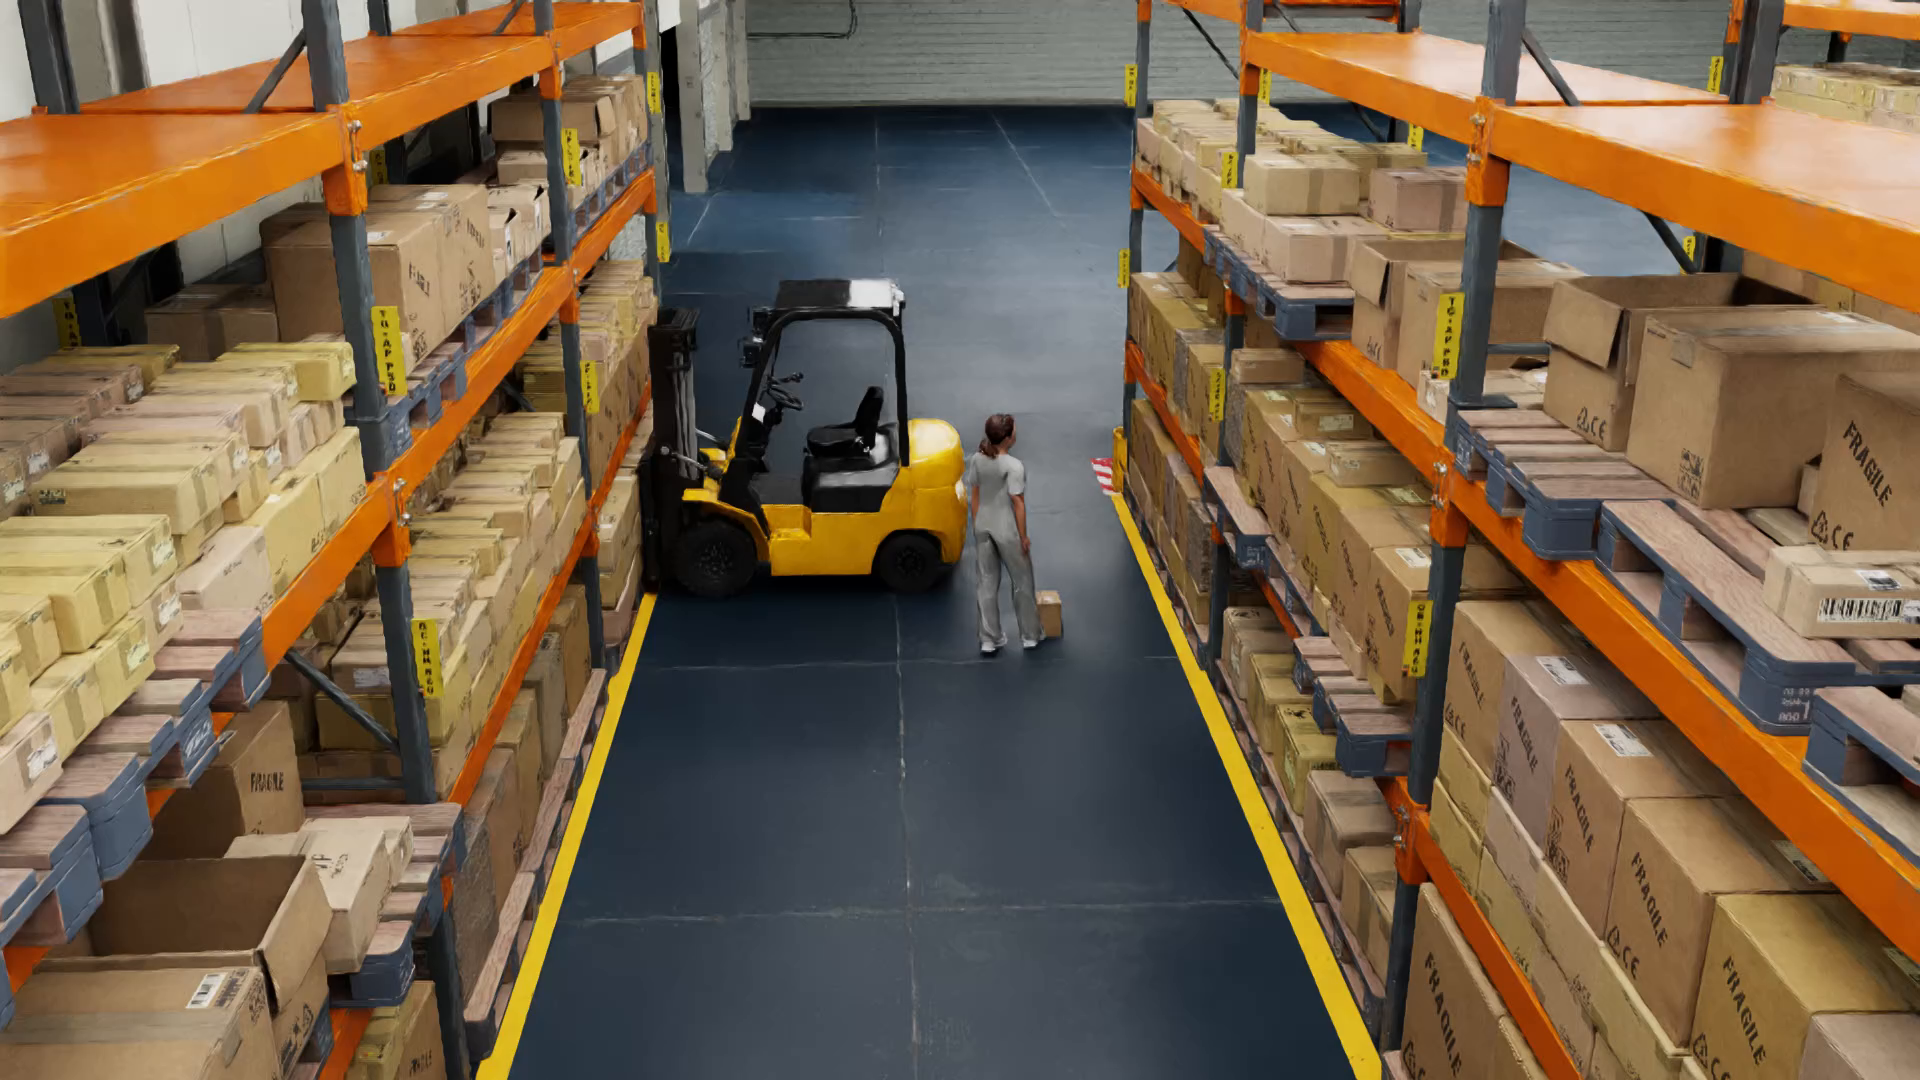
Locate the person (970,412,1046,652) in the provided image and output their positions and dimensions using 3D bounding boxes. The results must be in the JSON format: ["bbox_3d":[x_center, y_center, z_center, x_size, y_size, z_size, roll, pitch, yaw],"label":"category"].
[{"bbox_3d":[0.330,-0.071,11.252,0.461,1.672,0.549,16,26,36],"label":"person"}]
